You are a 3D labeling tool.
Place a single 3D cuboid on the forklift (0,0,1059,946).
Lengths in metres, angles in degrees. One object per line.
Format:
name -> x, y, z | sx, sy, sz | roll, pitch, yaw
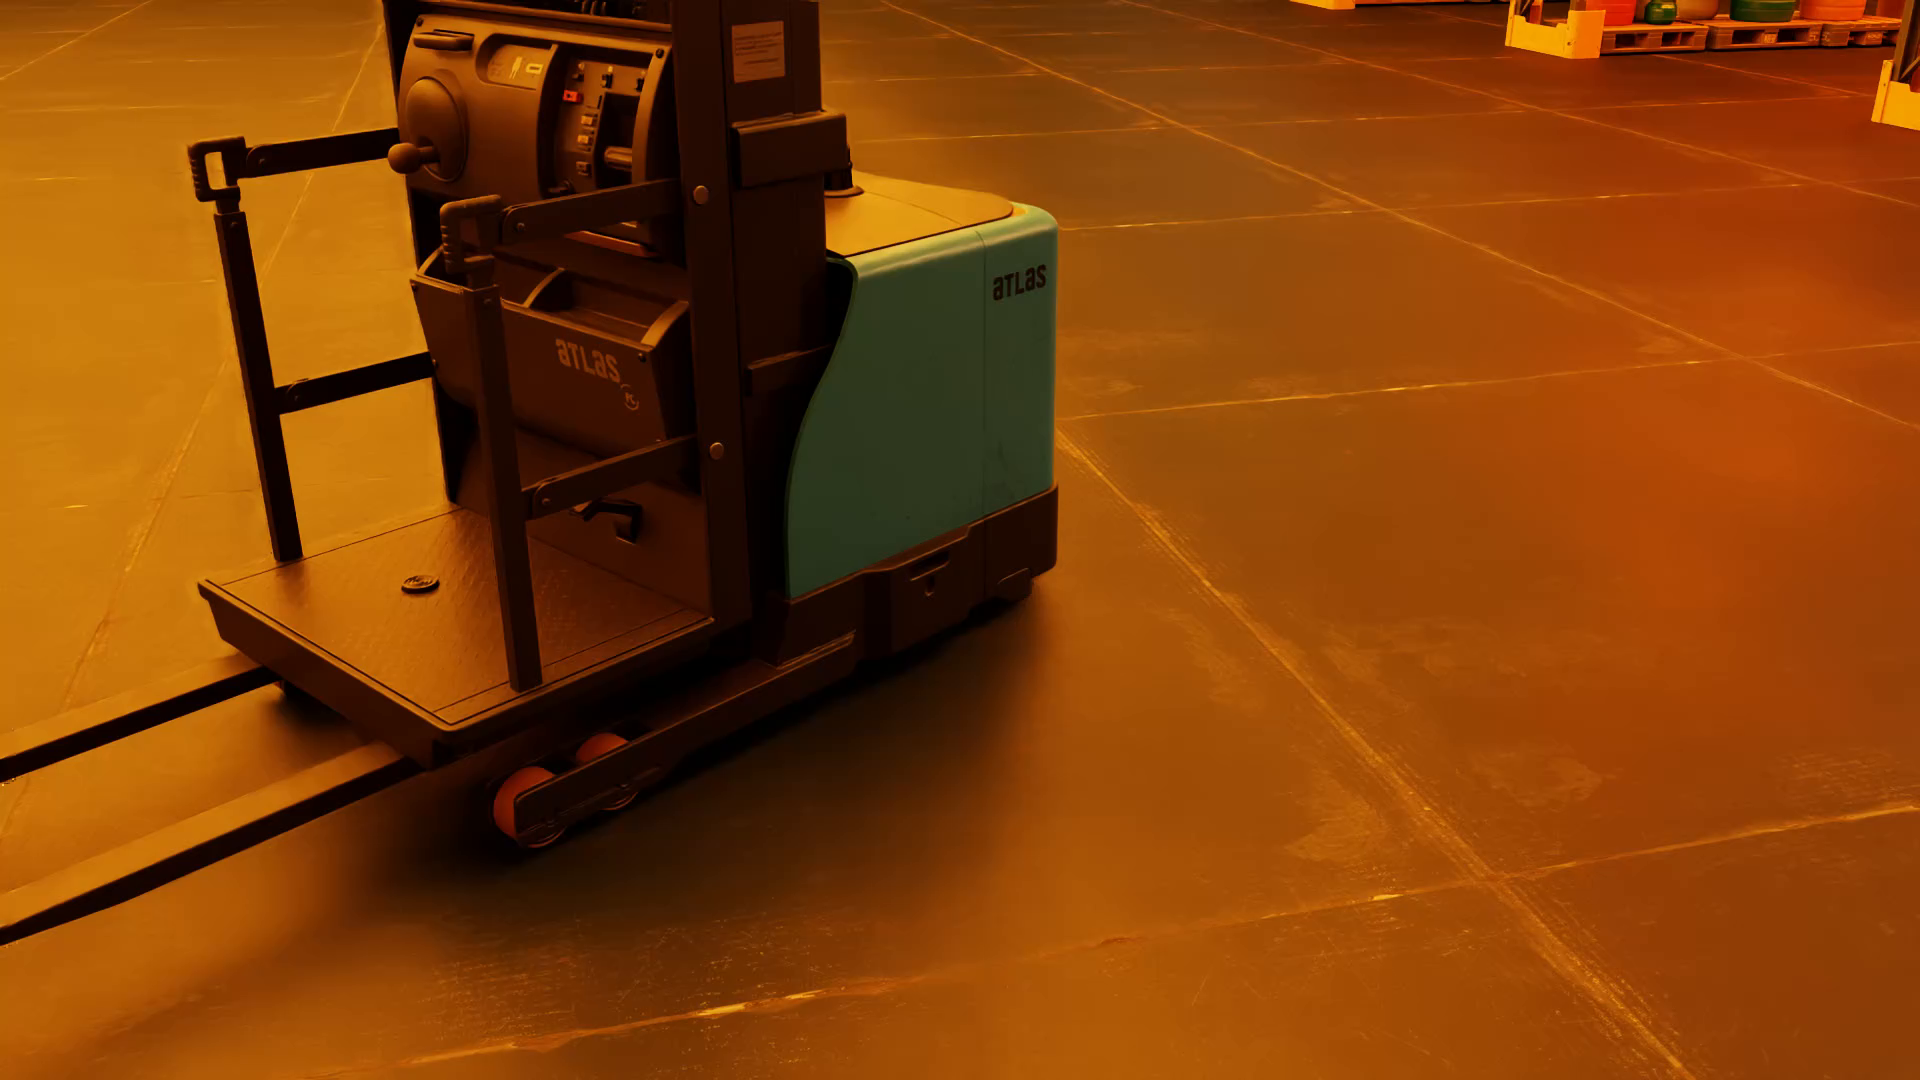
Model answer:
forklift -> -1.084, -0.922, 3.477 | 1.130, 2.935, 3.031 | 19, 30, 38
